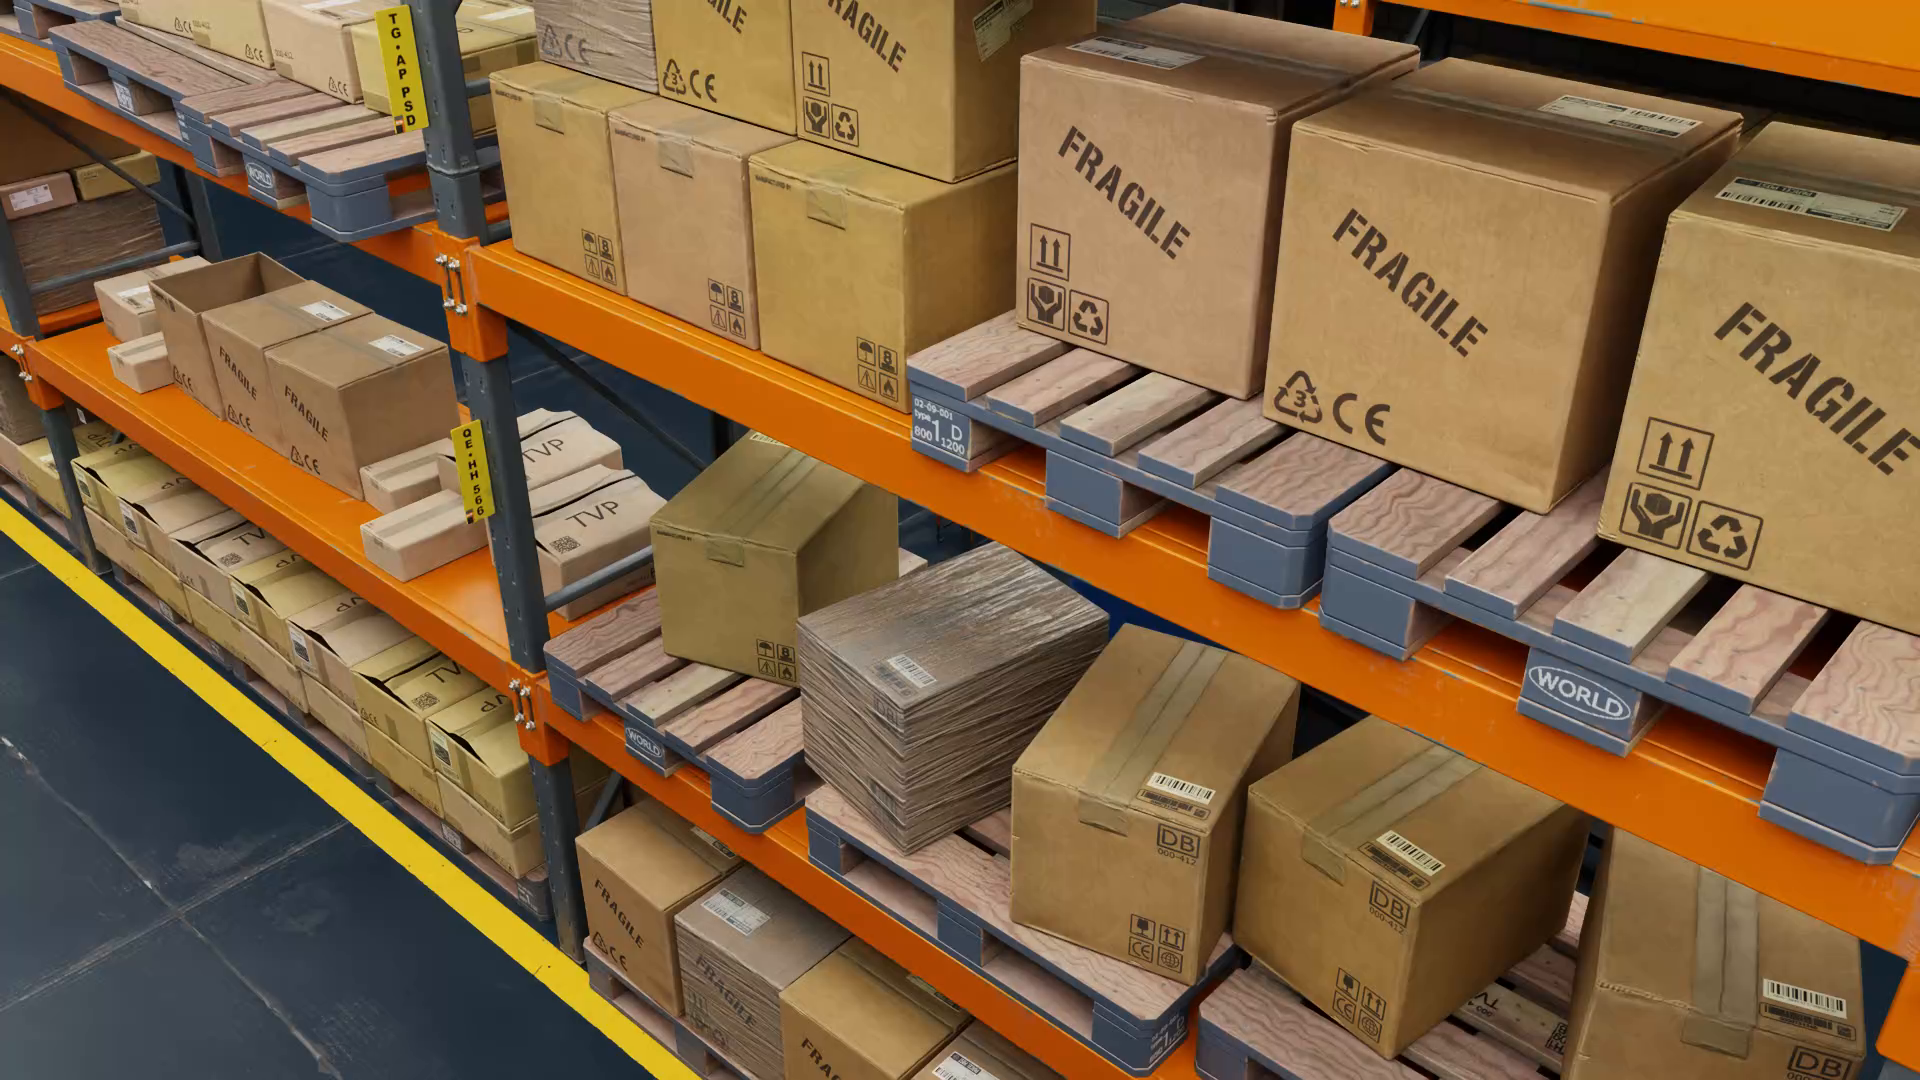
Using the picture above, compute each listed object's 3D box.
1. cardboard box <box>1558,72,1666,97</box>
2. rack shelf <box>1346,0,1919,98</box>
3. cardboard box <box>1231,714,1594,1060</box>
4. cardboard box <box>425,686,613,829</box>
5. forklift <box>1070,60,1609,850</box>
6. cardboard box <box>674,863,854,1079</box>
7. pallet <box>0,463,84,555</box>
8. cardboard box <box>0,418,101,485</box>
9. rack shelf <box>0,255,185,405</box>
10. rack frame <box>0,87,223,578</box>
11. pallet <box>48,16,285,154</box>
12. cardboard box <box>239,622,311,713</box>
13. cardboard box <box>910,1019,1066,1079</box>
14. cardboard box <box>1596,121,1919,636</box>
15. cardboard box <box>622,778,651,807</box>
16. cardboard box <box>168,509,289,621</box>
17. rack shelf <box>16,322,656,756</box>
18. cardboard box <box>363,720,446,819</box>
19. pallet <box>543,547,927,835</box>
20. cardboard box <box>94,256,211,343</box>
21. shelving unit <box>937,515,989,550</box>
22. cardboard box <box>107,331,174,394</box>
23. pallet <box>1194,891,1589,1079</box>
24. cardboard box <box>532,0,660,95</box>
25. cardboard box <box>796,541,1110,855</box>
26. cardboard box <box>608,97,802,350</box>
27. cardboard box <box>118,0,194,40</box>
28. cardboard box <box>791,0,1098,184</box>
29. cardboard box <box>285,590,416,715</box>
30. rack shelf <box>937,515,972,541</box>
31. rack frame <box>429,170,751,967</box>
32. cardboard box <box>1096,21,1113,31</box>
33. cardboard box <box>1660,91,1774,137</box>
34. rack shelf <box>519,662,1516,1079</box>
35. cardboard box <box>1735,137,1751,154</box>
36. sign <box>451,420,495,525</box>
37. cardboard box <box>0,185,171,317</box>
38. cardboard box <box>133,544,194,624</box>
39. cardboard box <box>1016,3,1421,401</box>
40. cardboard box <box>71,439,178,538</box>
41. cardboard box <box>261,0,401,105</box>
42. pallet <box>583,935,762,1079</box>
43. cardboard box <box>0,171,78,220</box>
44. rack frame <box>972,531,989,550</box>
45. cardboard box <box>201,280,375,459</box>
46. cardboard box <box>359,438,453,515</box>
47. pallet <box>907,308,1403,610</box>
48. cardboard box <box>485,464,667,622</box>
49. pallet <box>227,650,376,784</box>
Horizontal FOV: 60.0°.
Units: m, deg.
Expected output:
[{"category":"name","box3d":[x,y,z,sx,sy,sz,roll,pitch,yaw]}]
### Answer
[{"category":"cardboard box","box3d":[3.103,-2.080,8.164,0.500,0.250,0.500,24,38,34]},{"category":"rack shelf","box3d":[3.694,-2.103,7.123,4.000,0.370,1.077,25,39,35]},{"category":"cardboard box","box3d":[1.102,0.776,4.048,0.700,0.500,0.500,-22,38,-32]},{"category":"cardboard box","box3d":[-1.664,0.748,6.313,0.500,0.311,0.500,26,40,36]},{"category":"forklift","box3d":[1.796,-0.119,6.106,1.130,2.935,3.031,-23,38,-34]},{"category":"cardboard box","box3d":[-0.572,1.406,5.503,0.500,0.500,0.500,23,38,33]},{"category":"pallet","box3d":[-4.637,-0.403,9.215,1.213,0.211,1.003,25,39,35]},{"category":"cardboard box","box3d":[-4.930,-0.562,9.034,0.500,0.250,0.500,25,39,35]},{"category":"rack shelf","box3d":[-5.559,-1.691,9.347,4.000,0.370,1.077,25,39,35]},{"category":"rack frame","box3d":[-4.076,-1.307,8.012,0.127,3.000,1.000,25,39,35]},{"category":"pallet","box3d":[-2.504,-1.713,5.962,1.213,0.211,1.003,27,40,37]},{"category":"cardboard box","box3d":[-2.802,0.458,7.340,0.500,0.250,0.500,26,40,36]},{"category":"cardboard box","box3d":[0.187,1.760,4.915,0.500,0.500,0.500,24,38,34]},{"category":"cardboard box","box3d":[1.532,-0.291,2.816,0.600,0.600,0.600,21,37,31]},{"category":"cardboard box","box3d":[-1.301,0.782,6.801,0.500,0.250,0.500,25,39,35]},{"category":"cardboard box","box3d":[-3.184,0.043,7.485,0.500,0.311,0.500,24,38,34]},{"category":"rack shelf","box3d":[-2.593,-0.306,7.048,4.000,0.370,1.077,25,39,35]},{"category":"cardboard box","box3d":[-2.048,0.810,6.755,0.500,0.250,0.500,25,39,35]},{"category":"pallet","box3d":[-0.560,0.368,5.417,1.003,0.211,1.213,25,39,35]},{"category":"cardboard box","box3d":[-3.681,-1.089,7.795,0.500,0.250,0.500,-27,40,-37]},{"category":"shelving unit","box3d":[0.040,-0.431,8.448,0.252,1.050,0.215,25,39,35]},{"category":"cardboard box","box3d":[-3.556,-0.814,7.438,0.250,0.149,0.380,25,39,35]},{"category":"pallet","box3d":[1.336,1.226,3.991,1.213,0.211,1.003,25,39,35]},{"category":"cardboard box","box3d":[-0.791,-1.525,4.400,0.500,0.500,0.500,25,39,35]},{"category":"cardboard box","box3d":[-0.017,0.419,4.641,0.700,0.500,0.500,-21,37,-31]},{"category":"cardboard box","box3d":[-0.386,-0.936,4.390,0.500,0.500,0.910,25,39,35]},{"category":"cardboard box","box3d":[-2.699,-2.022,6.031,0.500,0.250,0.500,21,37,31]},{"category":"cardboard box","box3d":[-0.035,-1.172,3.814,0.500,0.500,0.500,25,39,35]},{"category":"cardboard box","box3d":[-2.426,0.395,6.900,0.500,0.311,0.500,25,39,35]},{"category":"rack shelf","box3d":[0.040,-0.184,8.597,0.240,0.259,0.215,25,39,35]},{"category":"rack frame","box3d":[-1.110,0.078,5.712,0.127,3.000,1.000,25,39,35]},{"category":"cardboard box","box3d":[0.519,-2.832,10.023,0.700,0.500,0.500,-23,38,-33]},{"category":"cardboard box","box3d":[3.481,-1.901,7.867,0.500,0.250,0.500,24,38,34]},{"category":"rack shelf","box3d":[0.373,1.078,4.748,4.000,0.370,1.077,25,39,35]},{"category":"cardboard box","box3d":[3.530,-1.531,7.252,0.500,0.250,0.500,24,39,34]},{"category":"sign","box3d":[-1.480,-0.205,5.059,0.005,0.325,0.100,25,39,35]},{"category":"cardboard box","box3d":[-4.409,-1.501,8.237,0.500,0.500,0.700,24,38,34]},{"category":"cardboard box","box3d":[-3.565,0.103,7.929,0.500,0.250,0.500,26,40,36]},{"category":"cardboard box","box3d":[0.541,-0.752,3.581,0.600,0.600,0.600,23,38,33]},{"category":"cardboard box","box3d":[-3.936,-0.310,8.072,0.500,0.311,0.500,25,39,35]},{"category":"cardboard box","box3d":[-1.885,-1.633,5.384,0.500,0.250,0.500,26,40,36]},{"category":"pallet","box3d":[-0.582,1.545,5.978,1.213,0.211,1.003,25,39,35]},{"category":"cardboard box","box3d":[-4.421,-1.640,7.839,0.250,0.149,0.380,25,39,35]},{"category":"rack frame","box3d":[0.130,-0.389,8.378,0.008,1.050,0.200,25,39,35]},{"category":"cardboard box","box3d":[-2.755,-0.722,6.944,0.500,0.500,0.500,25,39,35]},{"category":"cardboard box","box3d":[-2.093,-0.234,6.475,0.380,0.149,0.250,-26,40,-36]},{"category":"pallet","box3d":[0.648,-0.353,3.701,1.003,0.211,1.213,25,39,35]},{"category":"cardboard box","box3d":[-1.350,-0.027,5.972,0.500,0.311,0.500,-27,40,-37]},{"category":"pallet","box3d":[-2.595,0.550,7.631,1.213,0.211,1.003,25,39,35]}]
